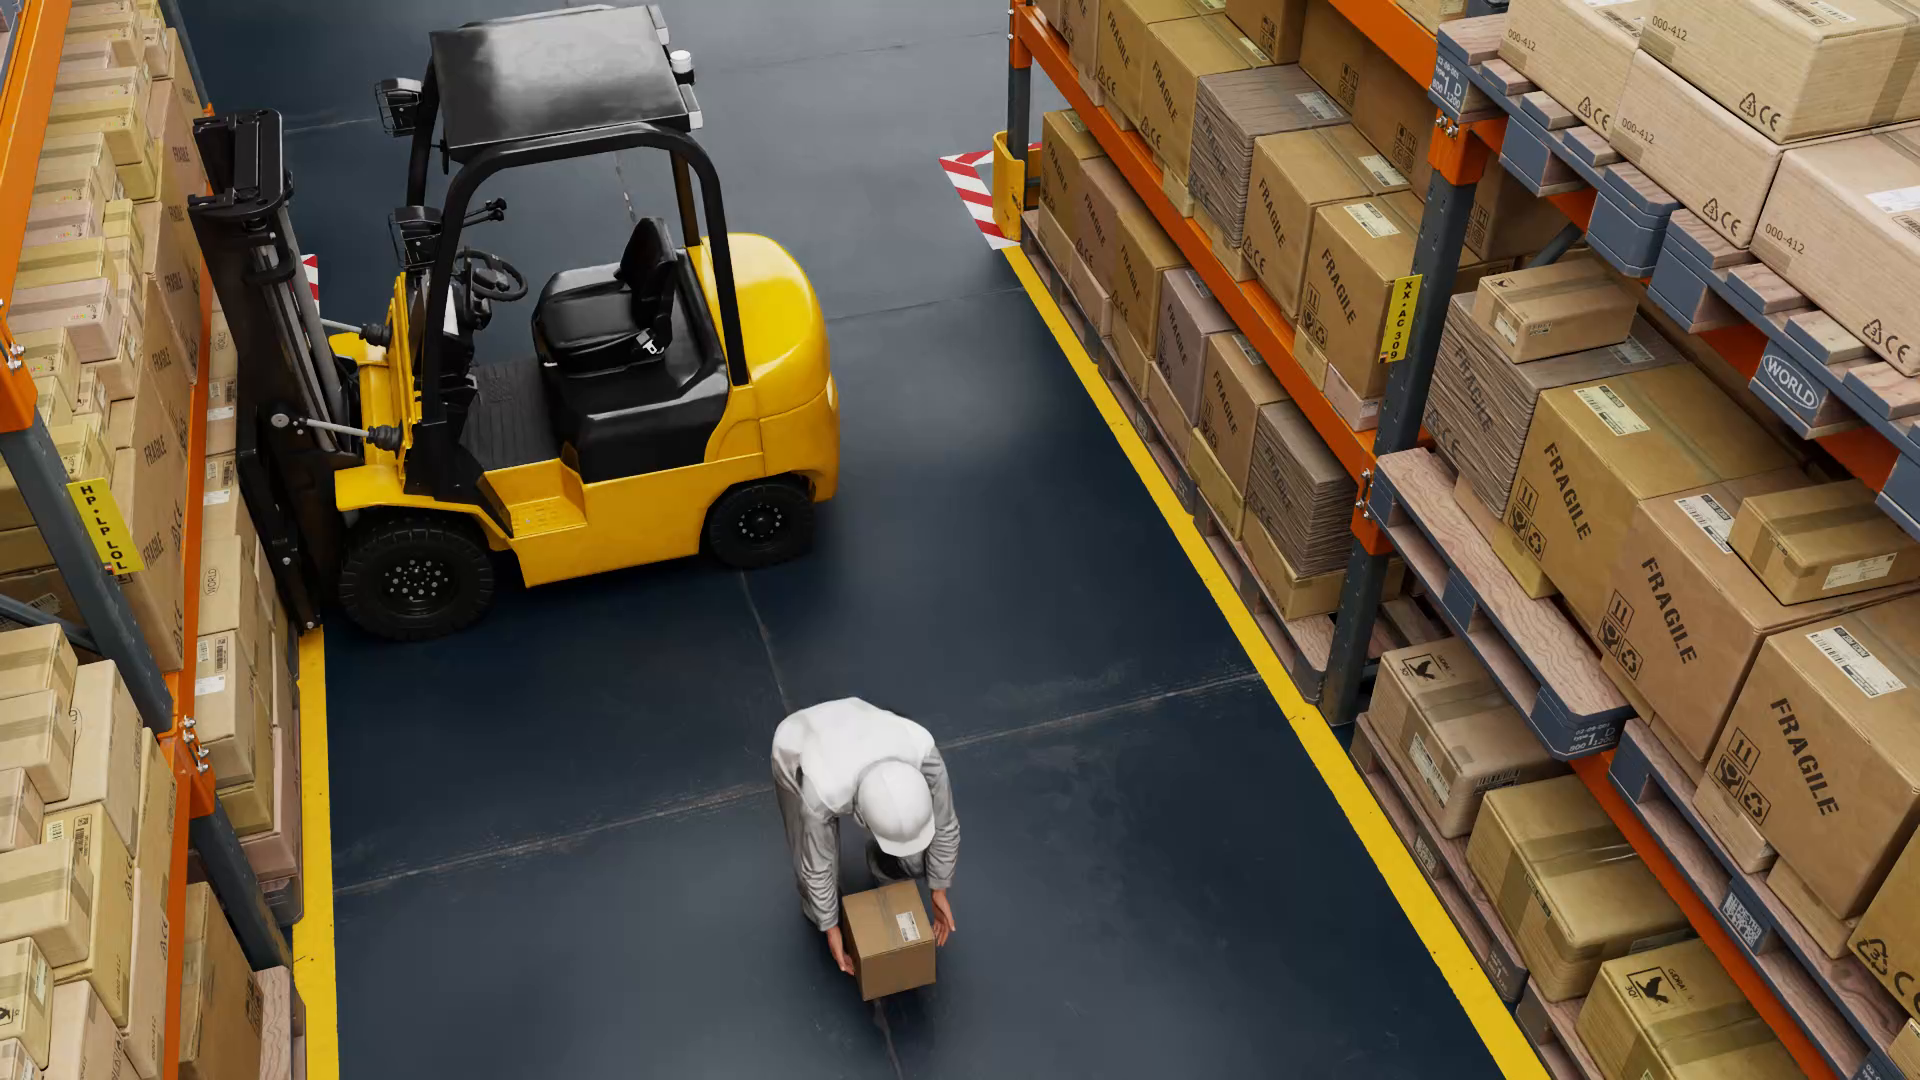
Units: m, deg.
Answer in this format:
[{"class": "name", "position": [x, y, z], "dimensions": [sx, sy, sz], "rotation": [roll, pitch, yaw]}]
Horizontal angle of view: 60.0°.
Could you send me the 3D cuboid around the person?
[{"class": "person", "position": [-0.317, 0.925, 5.629], "dimensions": [0.551, 1.085, 0.870], "rotation": [-12, 43, -13]}]
